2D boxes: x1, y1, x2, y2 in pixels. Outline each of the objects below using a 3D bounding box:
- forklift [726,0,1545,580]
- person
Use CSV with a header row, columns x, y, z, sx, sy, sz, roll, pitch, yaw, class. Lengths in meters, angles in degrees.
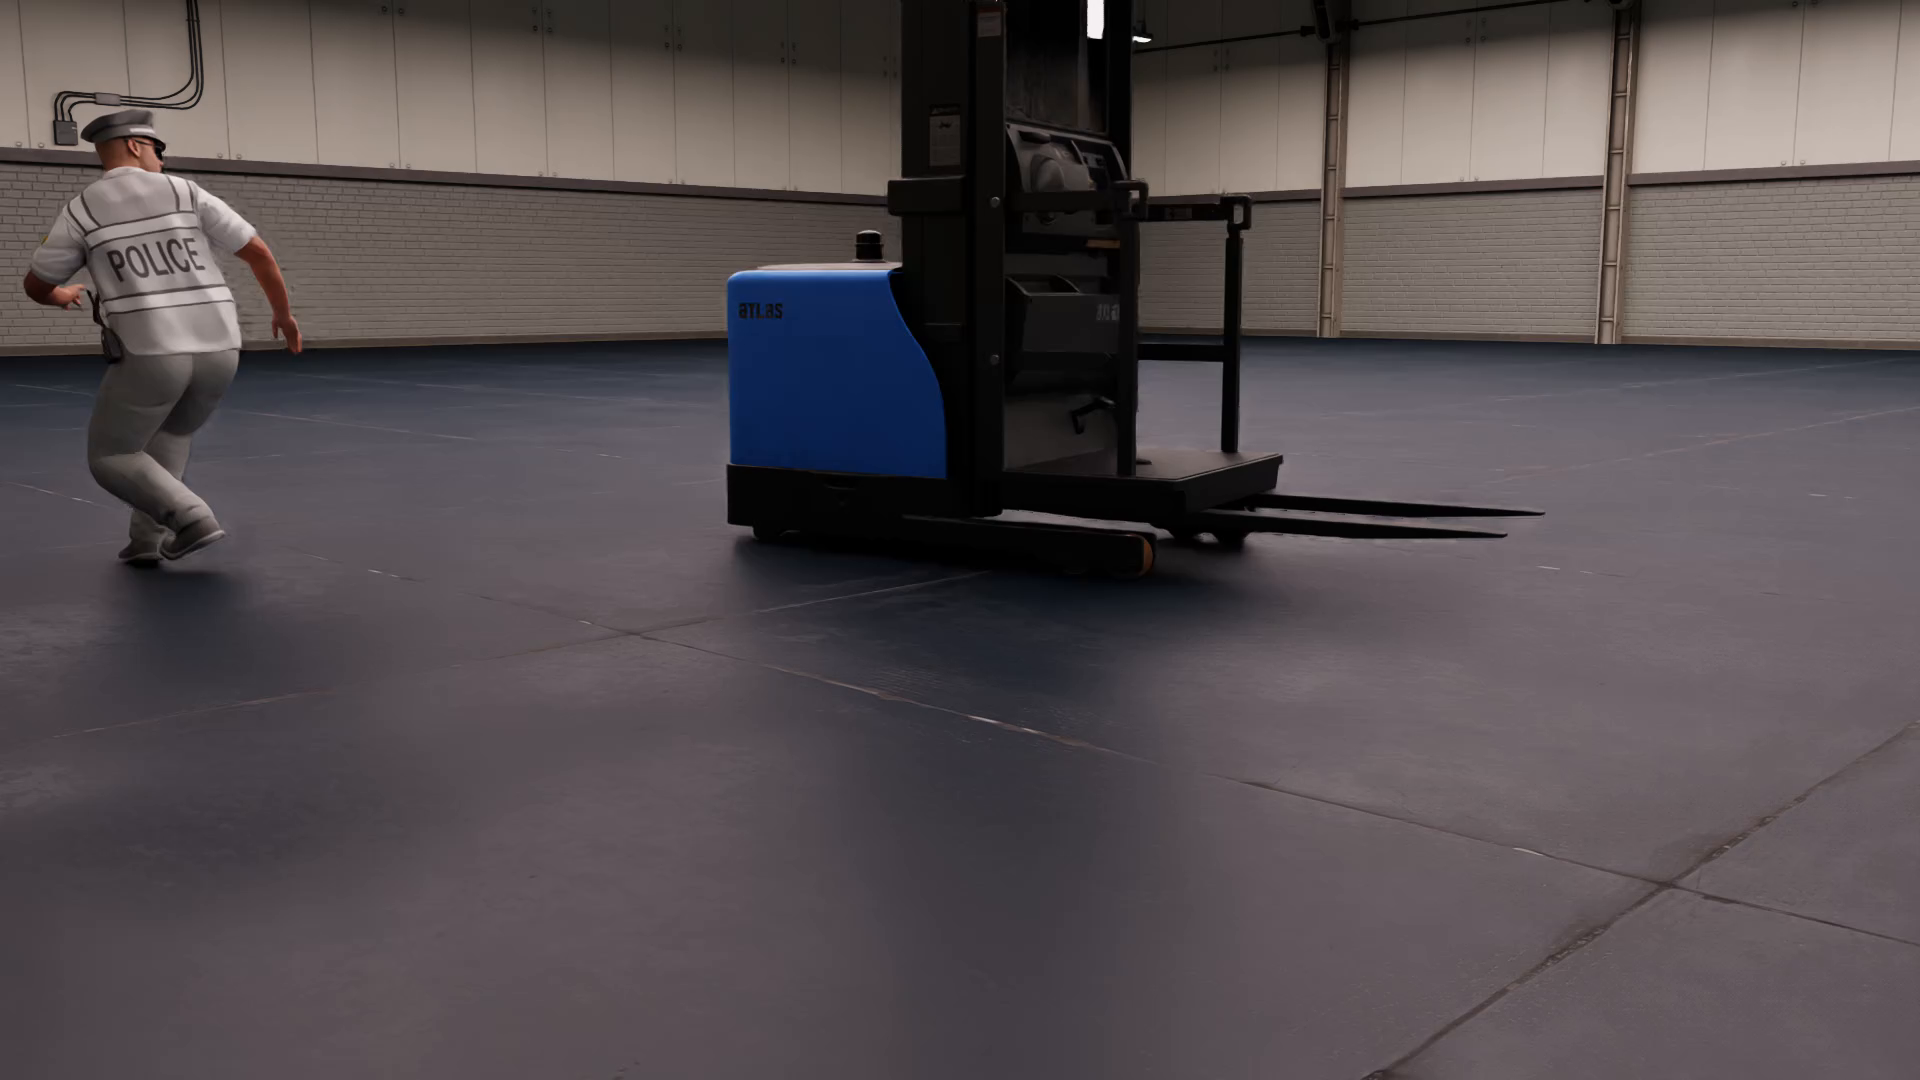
x,y,z,sx,sy,sz,roll,pitch,yaw,class
0.595,-1.399,6.167,3.031,2.935,1.130,5,10,30,forklift
-2.878,-0.716,6.053,0.867,1.637,0.887,8,12,44,person
